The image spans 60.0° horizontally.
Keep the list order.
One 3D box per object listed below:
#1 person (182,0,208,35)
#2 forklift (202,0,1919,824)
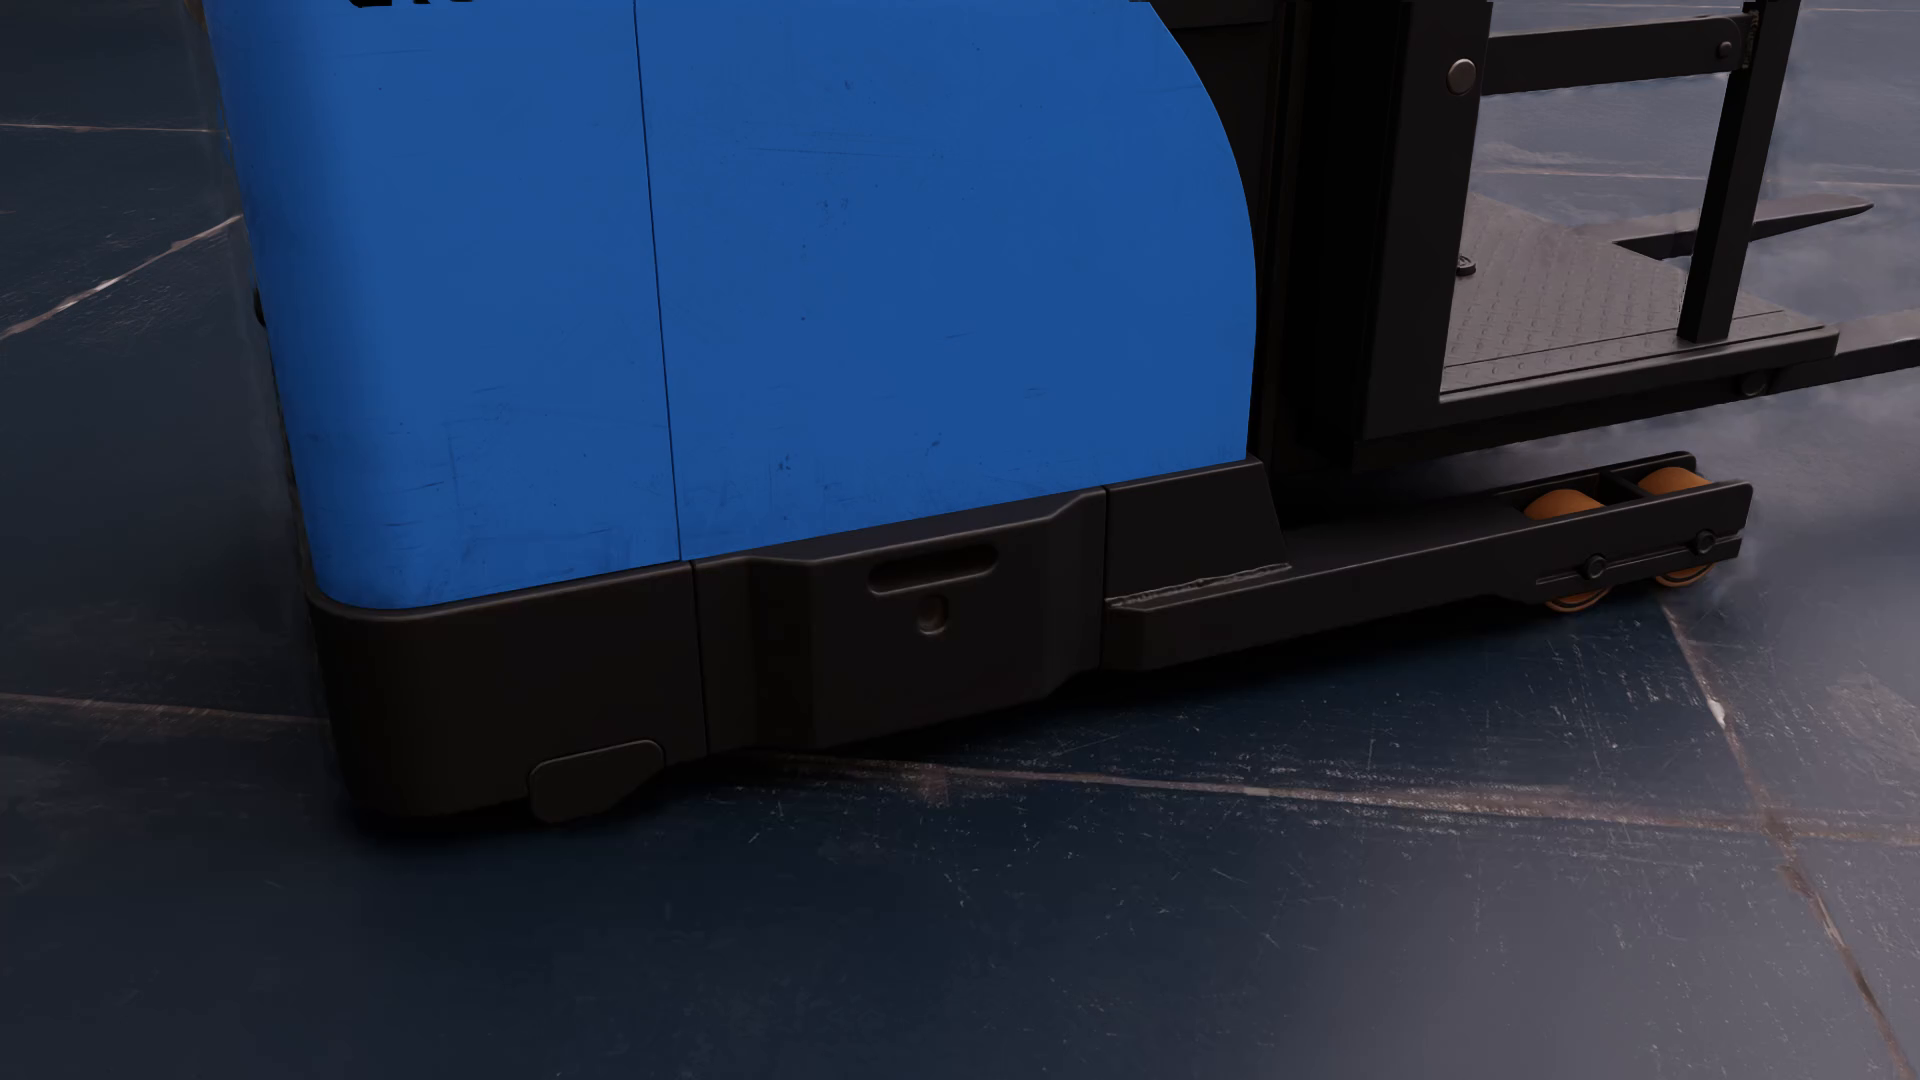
[{"bbox_3d":[-0.867,-0.829,2.253,0.512,1.696,0.567,-11,29,-22],"label":"person"},{"bbox_3d":[0.562,-1.418,2.058,3.031,2.935,1.130,-11,28,-20],"label":"forklift"}]
